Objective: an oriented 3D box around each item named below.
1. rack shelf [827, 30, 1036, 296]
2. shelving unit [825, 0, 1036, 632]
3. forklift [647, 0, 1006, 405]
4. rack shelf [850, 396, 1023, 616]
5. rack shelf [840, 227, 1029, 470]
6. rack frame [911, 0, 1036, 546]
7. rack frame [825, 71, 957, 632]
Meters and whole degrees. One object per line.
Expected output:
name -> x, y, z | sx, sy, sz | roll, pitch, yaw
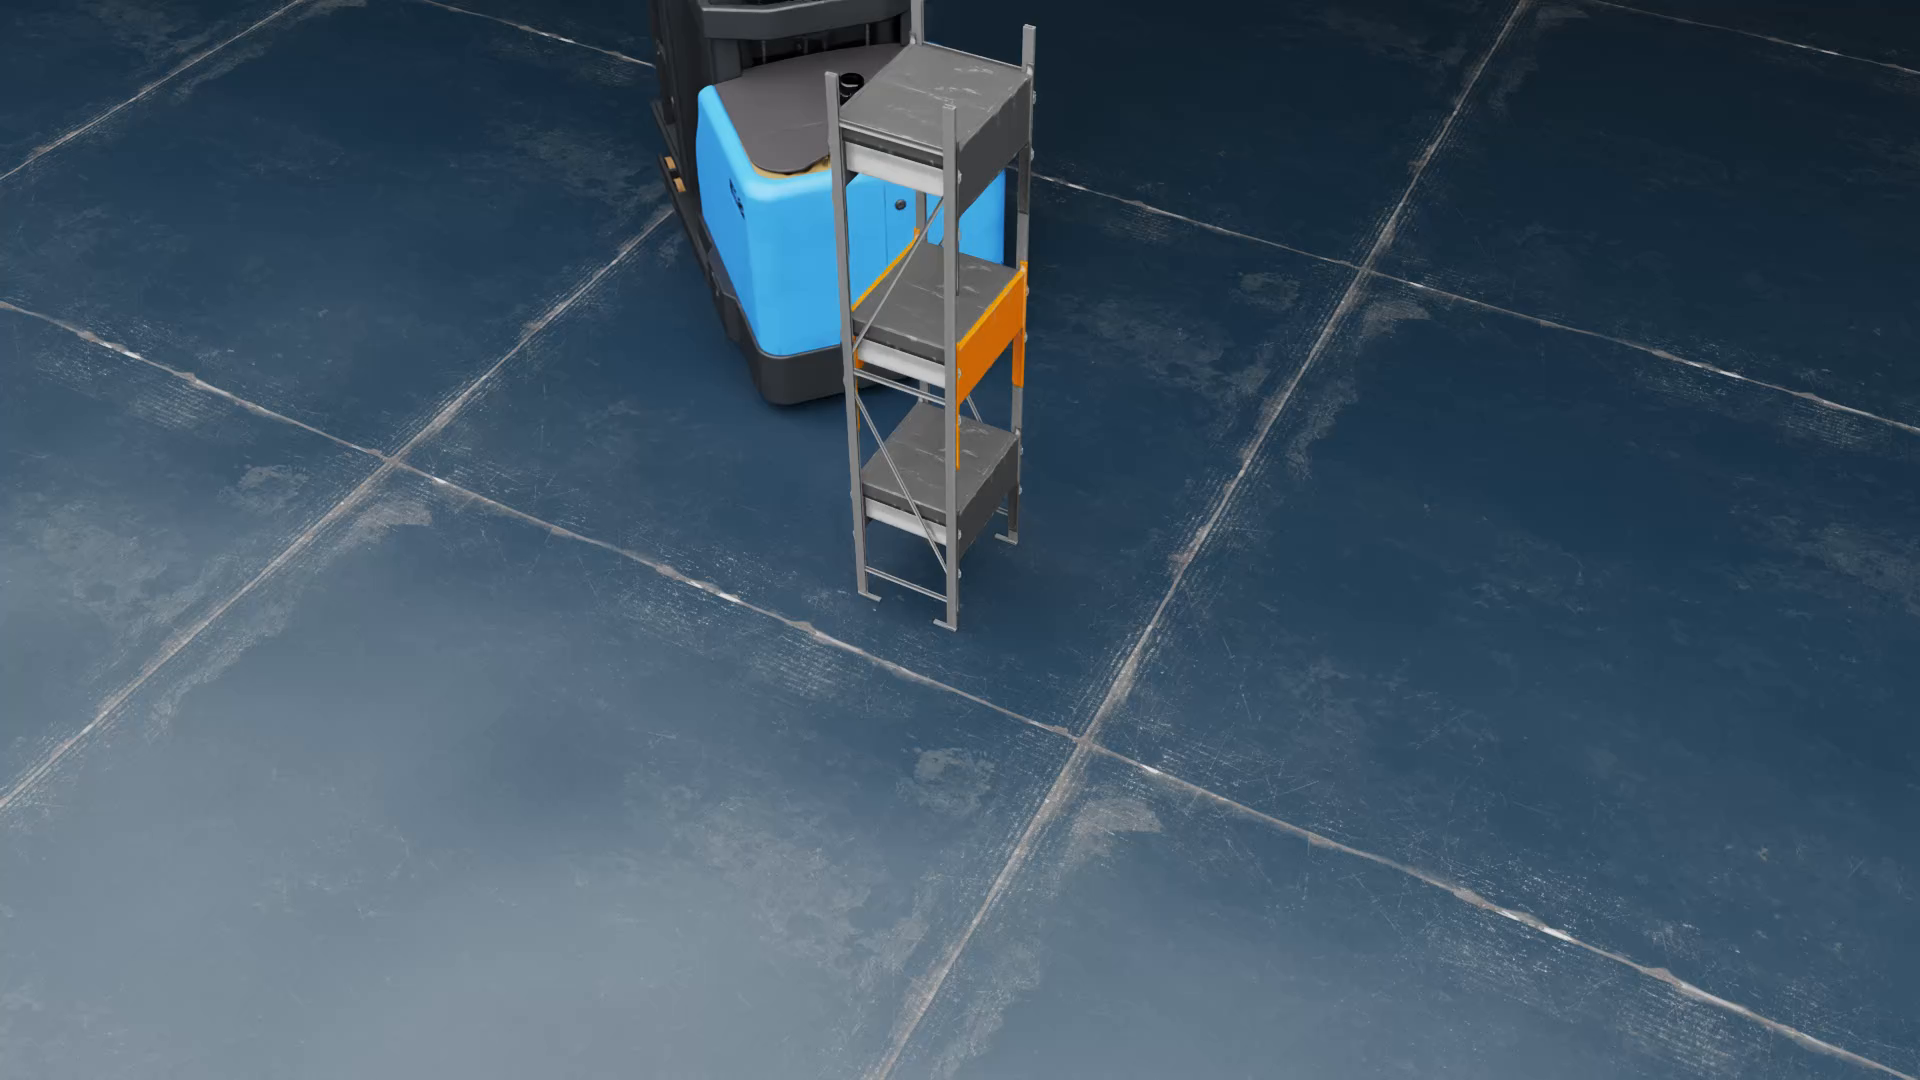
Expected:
rack shelf -> -0.077, -1.116, 4.912 | 0.431, 0.518, 0.480 | 20, 49, 19
shelving unit -> -0.077, -0.634, 5.400 | 0.431, 2.100, 0.503 | 20, 49, 19
forklift -> -0.782, -2.642, 6.800 | 1.130, 2.935, 3.031 | -14, 47, -14
rack shelf -> -0.077, -0.132, 5.908 | 0.431, 0.518, 0.480 | 20, 49, 19
rack shelf -> -0.077, -0.624, 5.410 | 0.431, 0.518, 0.480 | 20, 49, 19
rack frame -> 0.036, -0.788, 5.552 | 0.400, 2.100, 0.015 | 20, 49, 19
rack frame -> -0.190, -0.480, 5.248 | 0.400, 2.100, 0.015 | 20, 49, 19
